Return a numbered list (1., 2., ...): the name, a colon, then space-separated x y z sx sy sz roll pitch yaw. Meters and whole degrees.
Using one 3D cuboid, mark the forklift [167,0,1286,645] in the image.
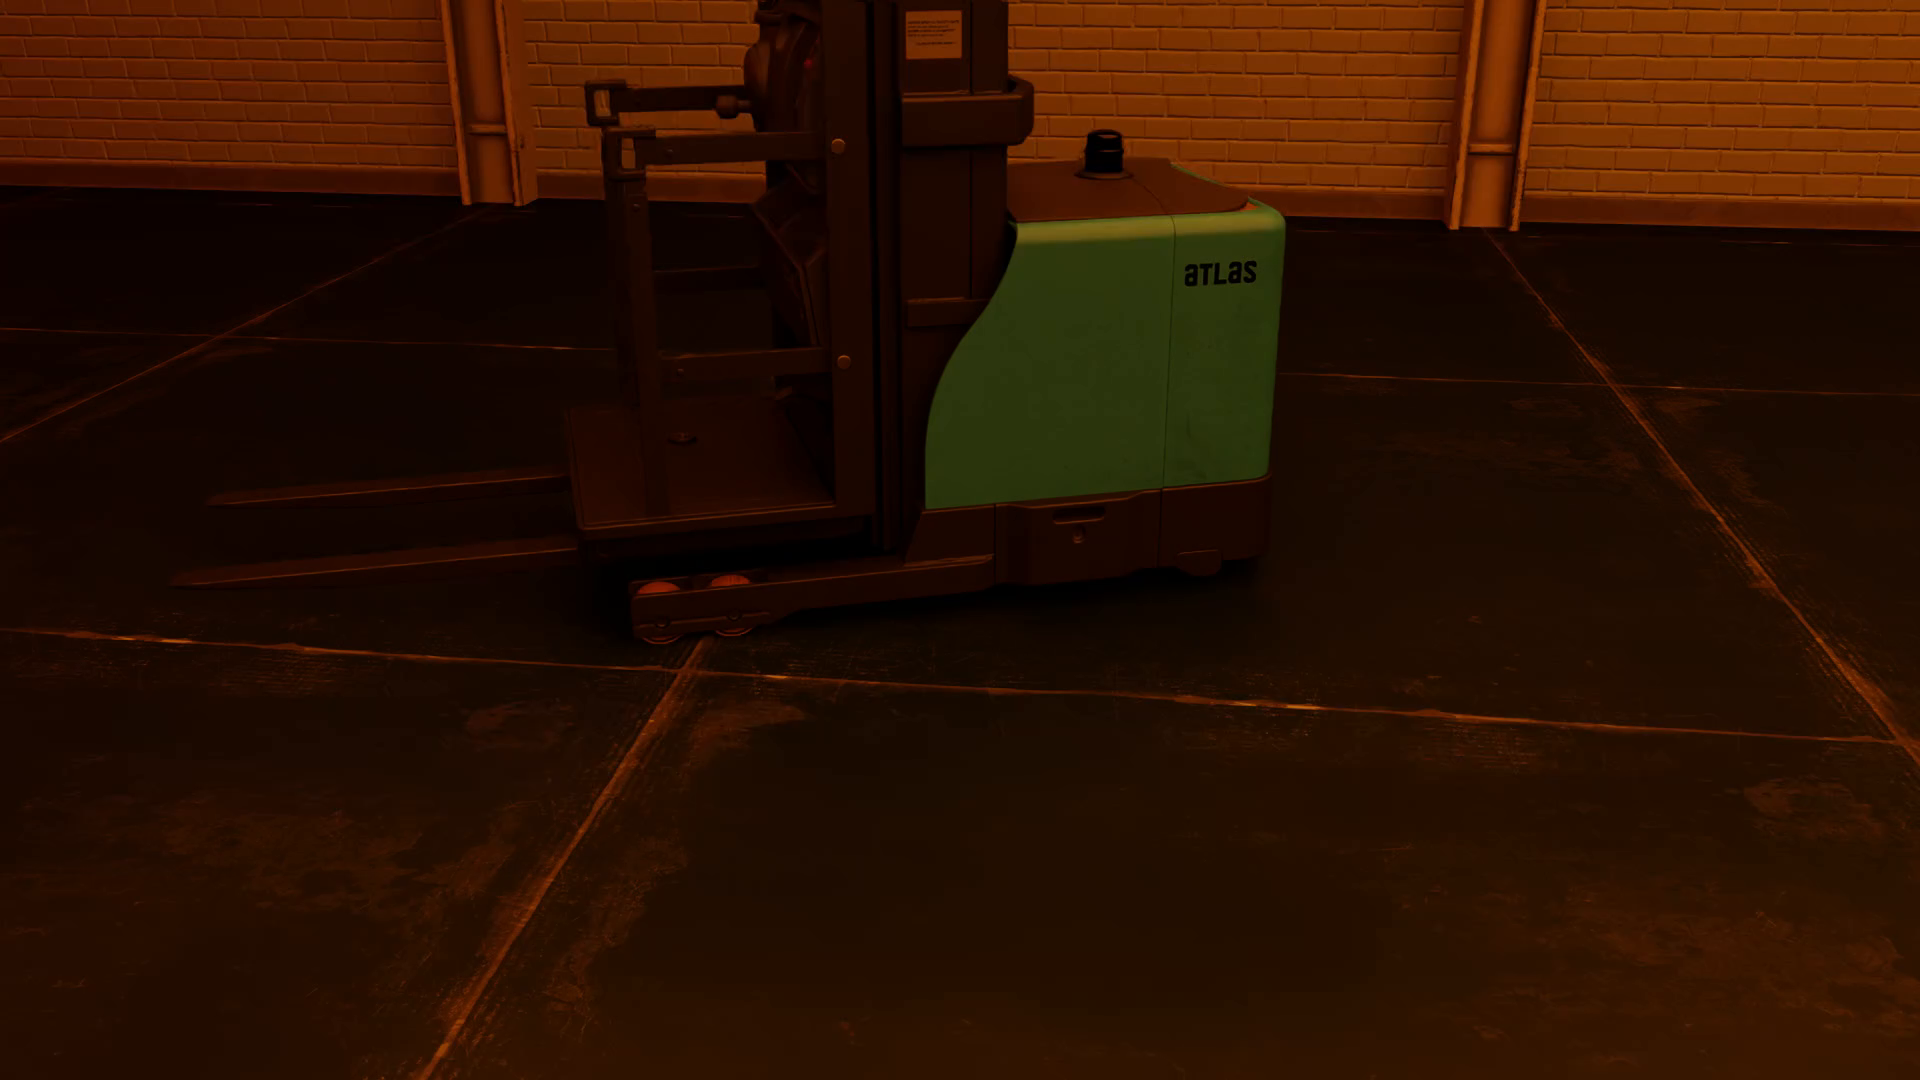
1. forklift: -0.662 -1.296 4.471 3.031 2.935 1.130 -6 23 -13
